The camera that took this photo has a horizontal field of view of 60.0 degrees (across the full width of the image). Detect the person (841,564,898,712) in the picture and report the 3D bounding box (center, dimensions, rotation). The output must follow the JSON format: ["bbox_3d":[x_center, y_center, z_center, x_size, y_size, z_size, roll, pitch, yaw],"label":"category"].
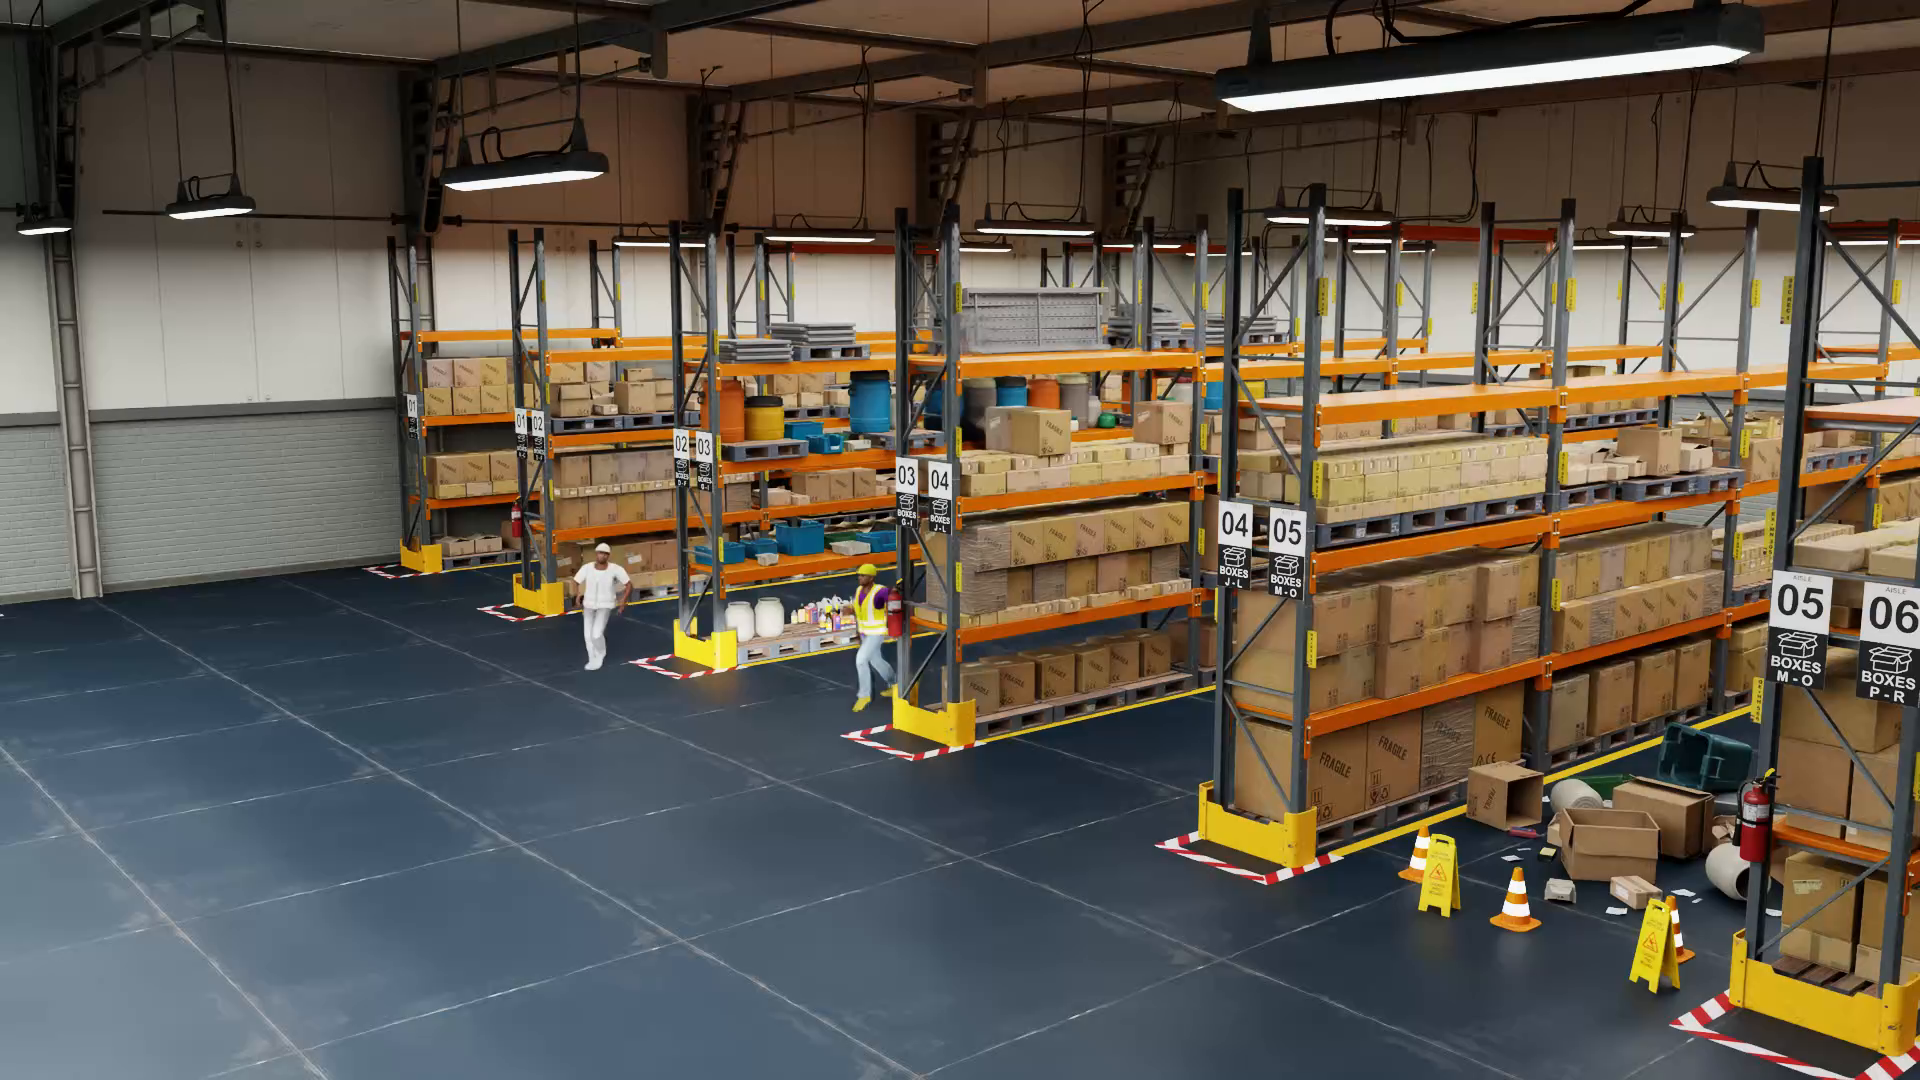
[{"bbox_3d":[-1.053,1.169,20.498,0.836,1.798,0.710,-6,11,-35],"label":"person"}]

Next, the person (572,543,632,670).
[{"bbox_3d":[-4.826,0.898,22.270,0.776,1.718,0.565,1,9,4],"label":"person"}]
